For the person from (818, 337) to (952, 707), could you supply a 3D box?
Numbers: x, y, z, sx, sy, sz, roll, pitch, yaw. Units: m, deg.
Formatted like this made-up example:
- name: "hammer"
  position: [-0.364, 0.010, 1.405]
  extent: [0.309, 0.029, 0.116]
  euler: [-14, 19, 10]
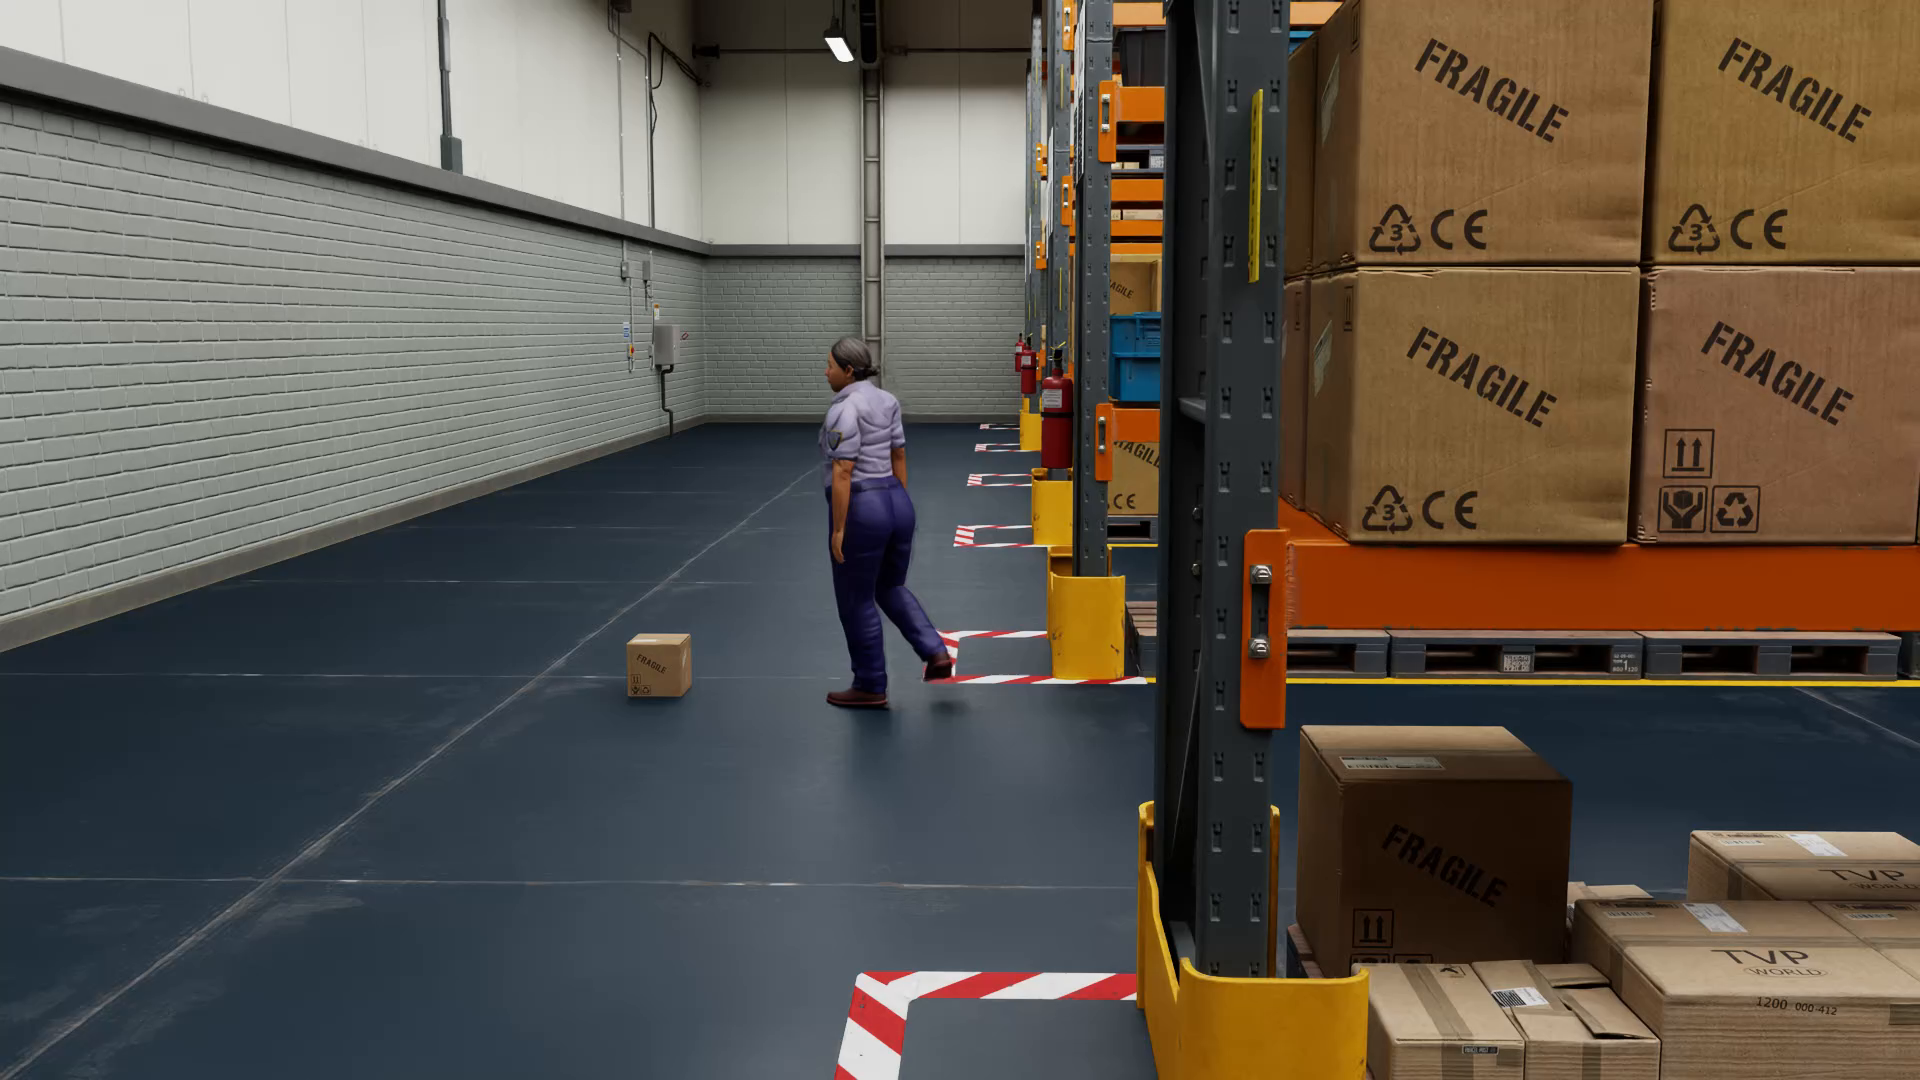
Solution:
- name: "person"
  position: [-0.327, -0.071, 7.361]
  extent: [0.557, 1.646, 0.553]
  euler: [5, 9, 33]
